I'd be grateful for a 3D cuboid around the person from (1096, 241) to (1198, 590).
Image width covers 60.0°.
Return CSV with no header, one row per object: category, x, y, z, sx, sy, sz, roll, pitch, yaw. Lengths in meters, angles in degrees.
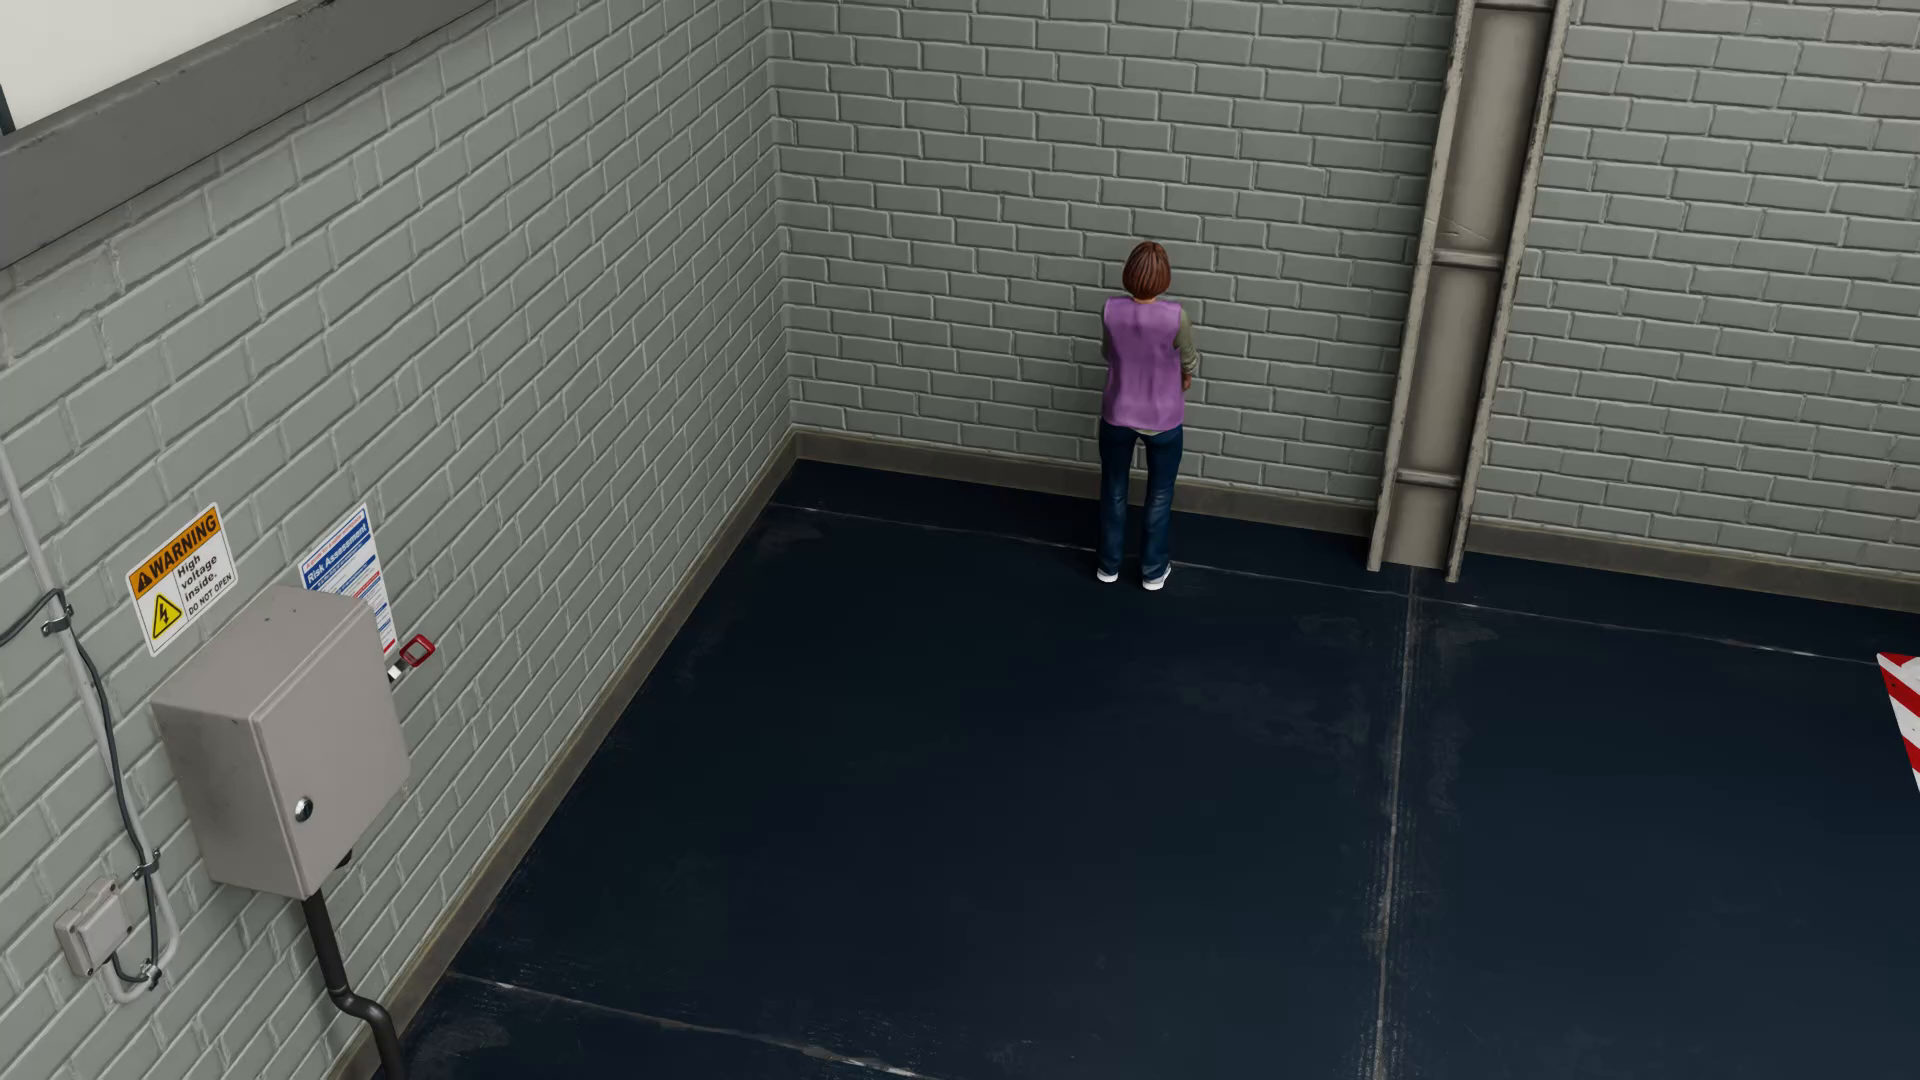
person,0.779,-0.549,6.989,0.404,1.596,0.490,9,34,13
